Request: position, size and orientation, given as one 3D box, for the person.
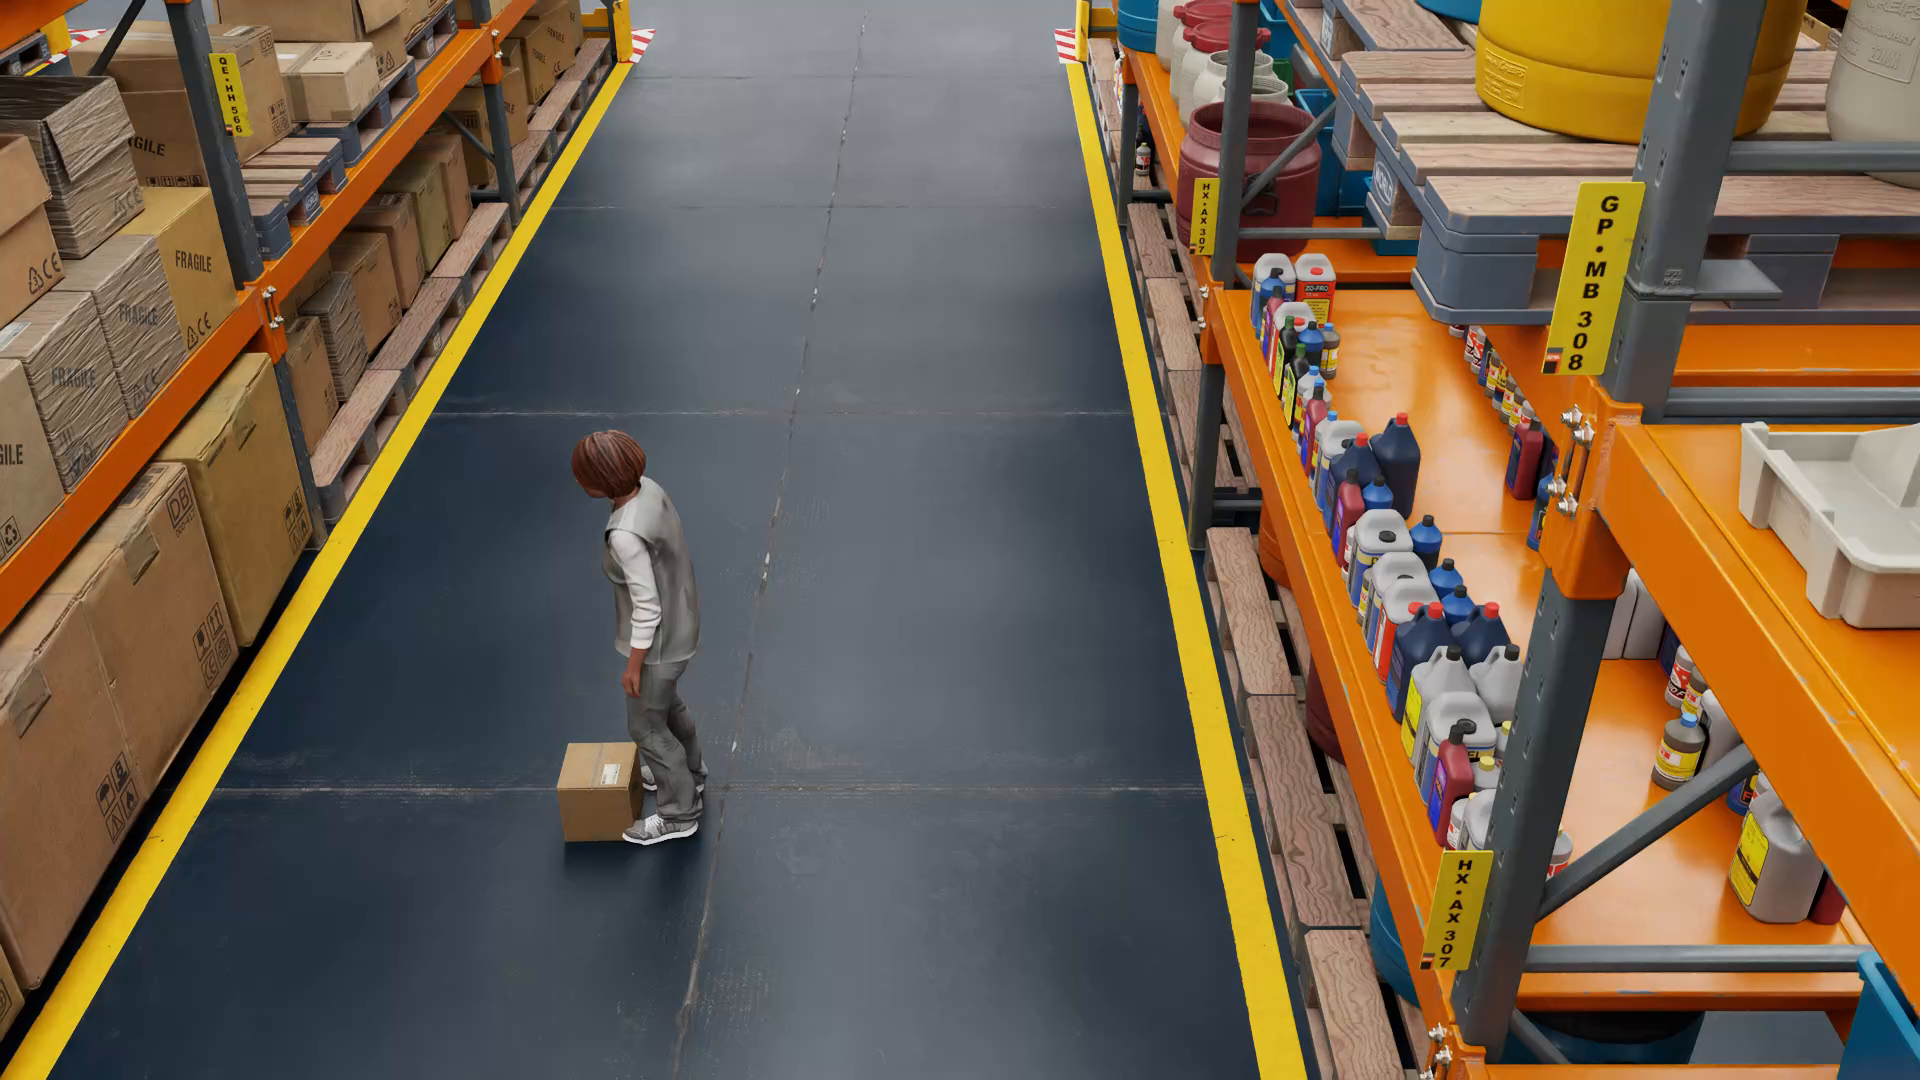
[{"bbox_3d":[-1.045,0.330,5.618,0.345,1.593,0.479,-1,32,-2],"label":"person"}]
